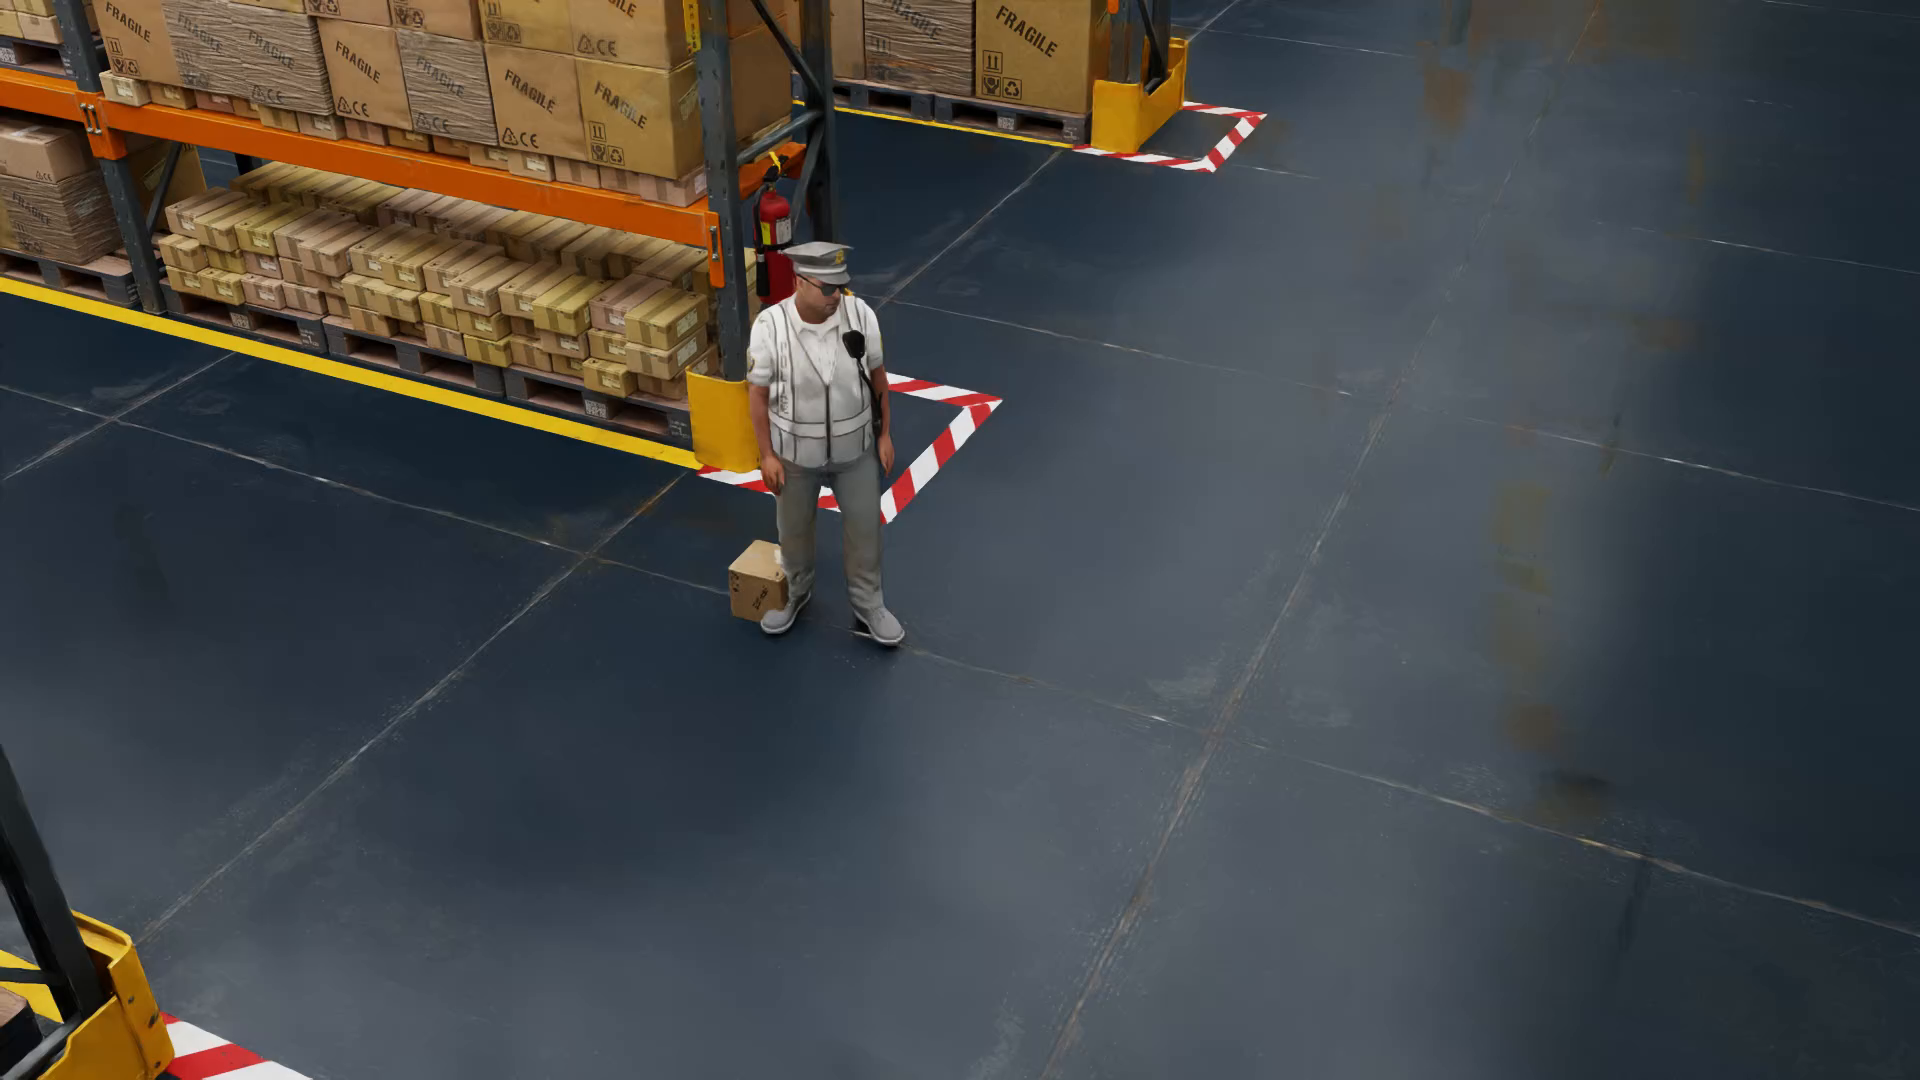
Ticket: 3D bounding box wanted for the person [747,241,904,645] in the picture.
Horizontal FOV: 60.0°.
[{"bbox_3d":[-0.556,-0.376,6.658,0.594,1.752,0.476,-7,34,-10],"label":"person"}]
